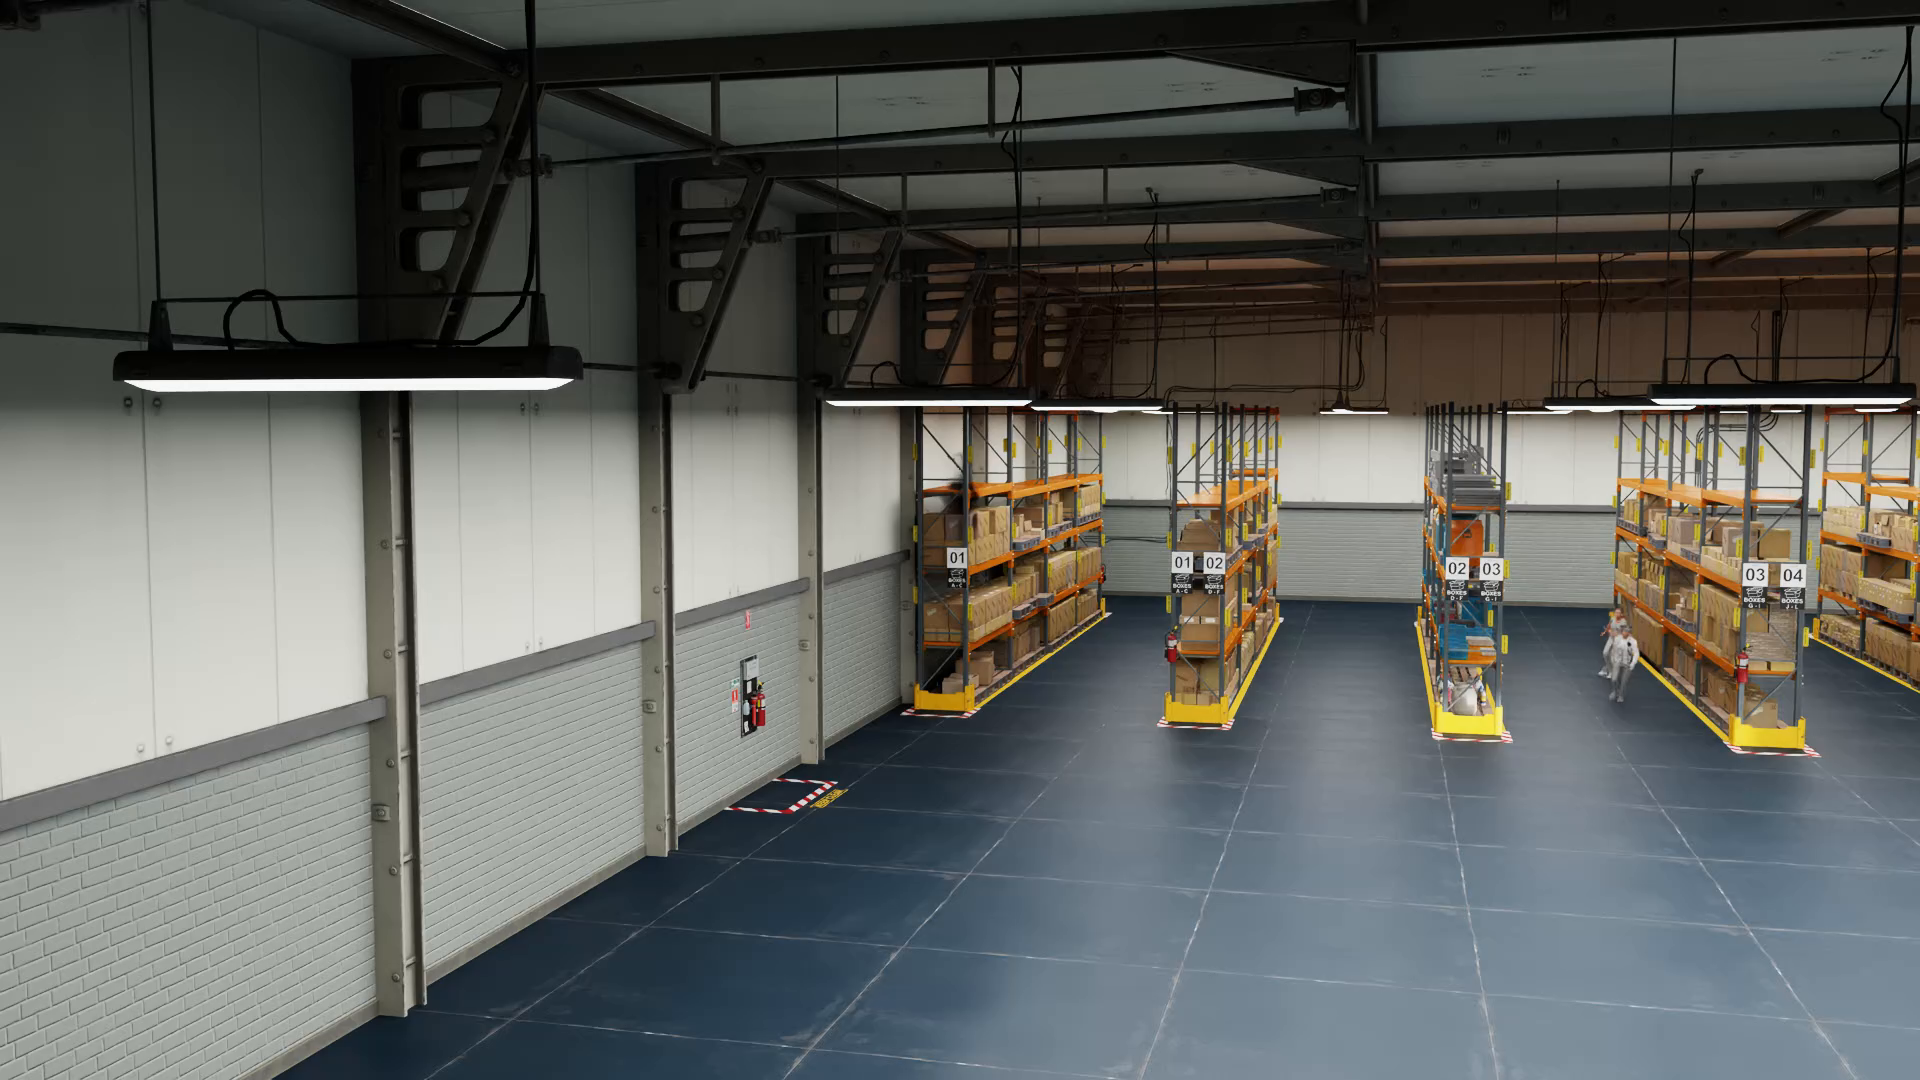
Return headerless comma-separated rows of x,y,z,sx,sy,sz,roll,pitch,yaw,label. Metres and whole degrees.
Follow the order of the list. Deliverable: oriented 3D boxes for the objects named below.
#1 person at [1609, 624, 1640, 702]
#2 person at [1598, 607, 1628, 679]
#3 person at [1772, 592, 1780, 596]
13.255,2.462,33.160,0.576,1.611,0.690,2,5,28,person
14.291,2.236,36.350,0.725,1.556,0.684,4,6,43,person
20.957,1.706,43.122,0.700,1.710,0.903,4,6,42,person
